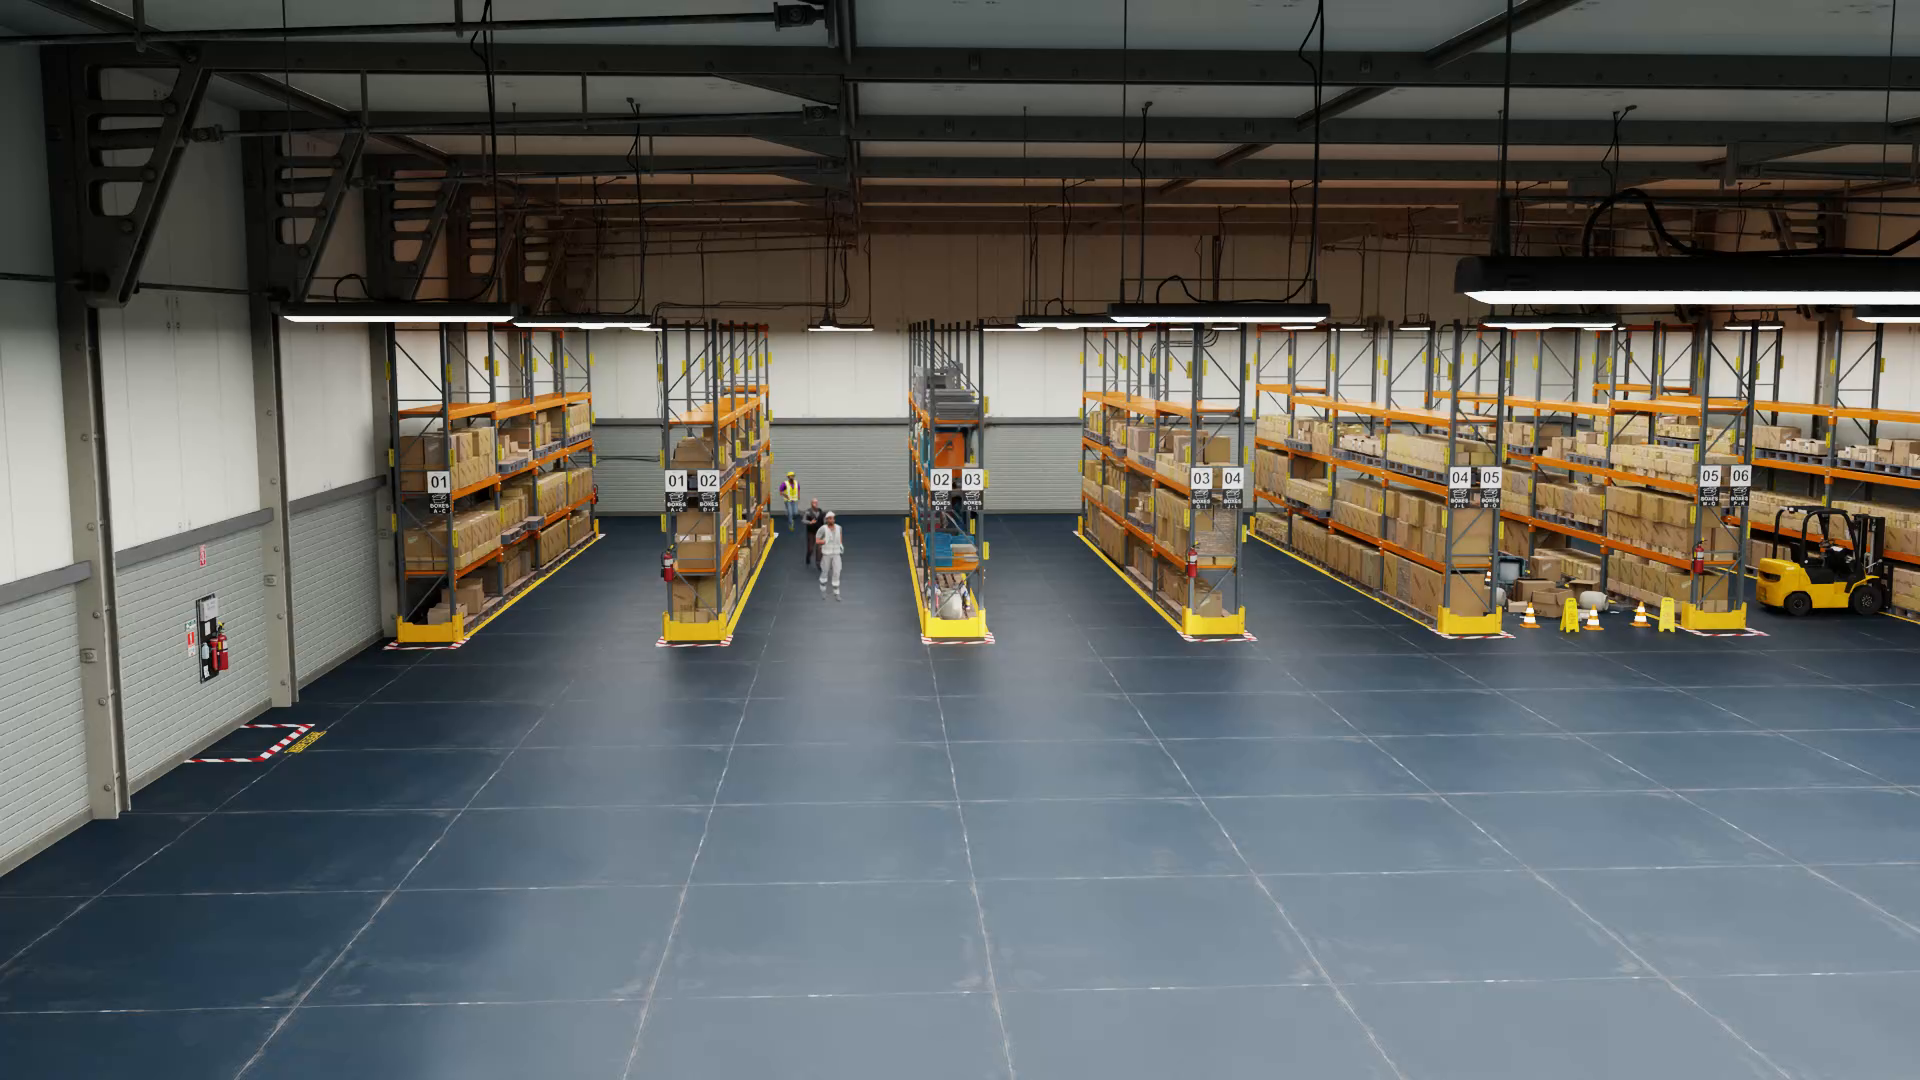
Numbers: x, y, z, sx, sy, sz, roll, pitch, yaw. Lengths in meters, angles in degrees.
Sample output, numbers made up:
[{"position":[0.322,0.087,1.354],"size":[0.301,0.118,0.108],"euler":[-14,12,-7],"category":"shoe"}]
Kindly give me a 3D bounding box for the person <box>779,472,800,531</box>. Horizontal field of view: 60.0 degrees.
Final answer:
[{"position":[-4.951,-1.138,48.637],"size":[0.684,1.733,0.611],"euler":[-3,8,-26],"category":"person"}]

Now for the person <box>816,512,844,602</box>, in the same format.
[{"position":[-2.653,0.330,33.992],"size":[0.663,1.836,0.876],"euler":[-3,8,-23],"category":"person"}]

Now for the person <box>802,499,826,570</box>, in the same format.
[{"position":[-3.557,-0.162,40.649],"size":[0.675,1.706,0.906],"euler":[-3,8,-21],"category":"person"}]

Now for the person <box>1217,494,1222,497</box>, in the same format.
[{"position":[7.569,-1.163,48.756],"size":[0.644,1.844,0.789],"euler":[5,9,35],"category":"person"}]
